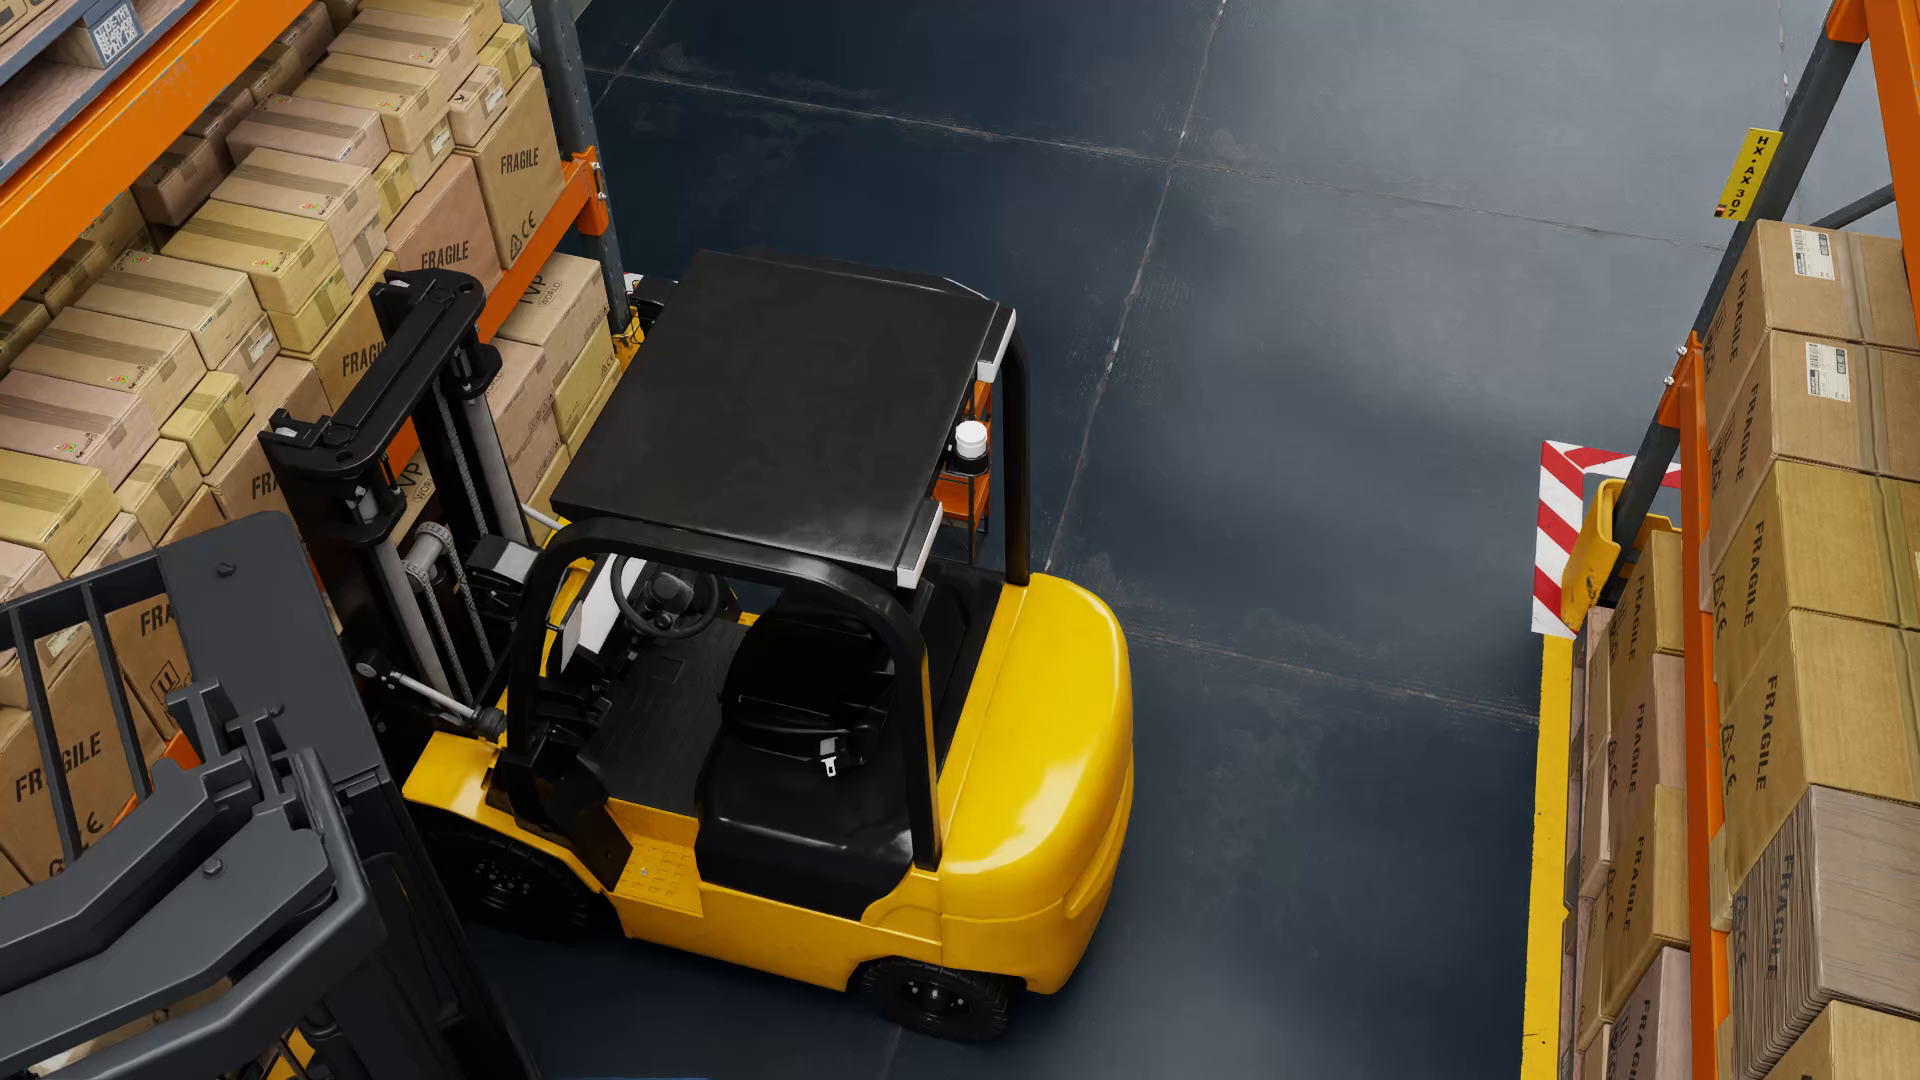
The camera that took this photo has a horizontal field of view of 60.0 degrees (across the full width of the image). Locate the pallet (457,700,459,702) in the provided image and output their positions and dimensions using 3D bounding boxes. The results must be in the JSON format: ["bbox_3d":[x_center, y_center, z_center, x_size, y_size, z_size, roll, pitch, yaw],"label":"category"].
[{"bbox_3d":[-2.345,0.670,5.937,1.003,0.211,1.213,12,50,10],"label":"pallet"}]

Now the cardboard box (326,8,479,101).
[{"bbox_3d":[-1.787,-1.555,5.343,0.380,0.149,0.250,12,50,10],"label":"cardboard box"}]

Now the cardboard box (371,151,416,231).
[{"bbox_3d":[-1.924,-1.093,5.133,0.380,0.149,0.250,11,50,10],"label":"cardboard box"}]

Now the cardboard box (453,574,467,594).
[{"bbox_3d":[-1.946,0.063,5.833,0.500,0.250,0.500,11,49,9],"label":"cardboard box"}]

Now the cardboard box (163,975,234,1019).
[{"bbox_3d":[-2.358,1.151,4.873,0.500,0.250,0.500,11,50,10],"label":"cardboard box"}]

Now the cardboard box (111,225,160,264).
[{"bbox_3d":[-2.608,-0.832,4.903,0.380,0.149,0.250,13,50,11],"label":"cardboard box"}]

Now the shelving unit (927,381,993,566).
[{"bbox_3d":[-0.014,-0.309,6.241,0.215,1.050,0.252,12,50,10],"label":"shelving unit"}]

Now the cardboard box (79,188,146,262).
[{"bbox_3d":[-2.602,-0.921,4.784,0.380,0.149,0.250,11,49,9],"label":"cardboard box"}]

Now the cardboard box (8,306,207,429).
[{"bbox_3d":[-2.233,-0.450,4.368,0.380,0.149,0.250,12,50,10],"label":"cardboard box"}]

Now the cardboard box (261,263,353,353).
[{"bbox_3d":[-1.996,-0.703,4.790,0.380,0.149,0.250,12,50,10],"label":"cardboard box"}]

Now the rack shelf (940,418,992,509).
[{"bbox_3d":[-0.014,-0.302,6.249,0.215,0.259,0.240,12,50,10],"label":"rack shelf"}]

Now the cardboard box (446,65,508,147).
[{"bbox_3d":[-1.721,-1.445,5.444,0.380,0.149,0.250,12,50,11],"label":"cardboard box"}]

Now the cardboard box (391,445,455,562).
[{"bbox_3d":[-1.934,-0.122,5.663,0.500,0.250,0.500,12,50,11],"label":"cardboard box"}]

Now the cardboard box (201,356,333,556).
[{"bbox_3d":[-2.139,-0.210,4.786,0.500,0.500,0.500,12,50,10],"label":"cardboard box"}]

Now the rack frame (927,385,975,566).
[{"bbox_3d":[-0.046,-0.220,6.163,0.200,1.050,0.008,12,50,10],"label":"rack frame"}]

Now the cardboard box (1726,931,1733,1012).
[{"bbox_3d":[2.026,1.052,3.908,0.380,0.149,0.250,11,49,9],"label":"cardboard box"}]

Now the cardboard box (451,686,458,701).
[{"bbox_3d":[-2.076,0.577,5.713,0.500,0.250,0.500,13,50,11],"label":"cardboard box"}]

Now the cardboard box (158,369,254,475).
[{"bbox_3d":[-2.150,-0.342,4.471,0.380,0.149,0.250,11,49,9],"label":"cardboard box"}]

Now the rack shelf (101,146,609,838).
[{"bbox_3d":[-2.388,-0.010,5.156,1.077,0.370,4.000,12,50,10],"label":"rack shelf"}]

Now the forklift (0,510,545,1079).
[{"bbox_3d":[-1.640,1.100,3.743,1.130,2.935,3.031,-23,52,-19],"label":"forklift"}]

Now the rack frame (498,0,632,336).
[{"bbox_3d":[-1.861,-1.694,6.164,1.000,3.000,0.127,12,50,10],"label":"rack frame"}]

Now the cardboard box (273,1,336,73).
[{"bbox_3d":[-2.286,-1.660,5.435,0.380,0.149,0.250,13,50,11],"label":"cardboard box"}]

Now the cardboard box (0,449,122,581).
[{"bbox_3d":[-2.295,-0.071,4.033,0.380,0.149,0.250,11,49,9],"label":"cardboard box"}]

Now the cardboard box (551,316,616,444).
[{"bbox_3d":[-1.688,-0.675,6.484,0.500,0.250,0.500,11,49,10],"label":"cardboard box"}]

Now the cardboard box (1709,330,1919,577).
[{"bbox_3d":[2.403,-0.186,4.567,0.500,0.500,0.500,13,50,11],"label":"cardboard box"}]

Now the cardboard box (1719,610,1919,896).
[{"bbox_3d":[2.144,0.552,3.916,0.500,0.500,0.500,11,49,9],"label":"cardboard box"}]

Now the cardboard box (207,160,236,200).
[{"bbox_3d":[-2.407,-1.193,5.222,0.380,0.149,0.250,10,49,9],"label":"cardboard box"}]

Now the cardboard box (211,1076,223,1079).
[{"bbox_3d":[-2.467,1.685,4.735,0.500,0.250,0.500,12,50,10],"label":"cardboard box"}]

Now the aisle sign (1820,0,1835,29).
[{"bbox_3d":[2.646,-1.684,4.420,0.394,0.787,0.004,12,50,10],"label":"aisle sign"}]

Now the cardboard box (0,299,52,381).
[{"bbox_3d":[-2.657,-0.535,4.442,0.380,0.149,0.250,13,50,11],"label":"cardboard box"}]

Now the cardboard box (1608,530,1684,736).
[{"bbox_3d":[2.443,0.352,5.412,0.500,0.500,0.500,10,49,9],"label":"cardboard box"}]

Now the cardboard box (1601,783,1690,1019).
[{"bbox_3d":[2.170,1.092,4.758,0.500,0.500,0.500,12,50,11],"label":"cardboard box"}]

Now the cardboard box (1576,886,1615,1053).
[{"bbox_3d":[2.176,1.347,5.033,0.500,0.250,0.500,15,50,13],"label":"cardboard box"}]

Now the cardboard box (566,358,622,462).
[{"bbox_3d":[-1.680,-0.521,6.682,0.500,0.250,0.500,12,50,10],"label":"cardboard box"}]

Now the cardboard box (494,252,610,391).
[{"bbox_3d":[-1.682,-0.860,6.314,0.500,0.250,0.500,13,50,11],"label":"cardboard box"}]

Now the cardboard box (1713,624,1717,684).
[{"bbox_3d":[2.291,0.300,4.571,0.380,0.149,0.250,13,50,11],"label":"cardboard box"}]

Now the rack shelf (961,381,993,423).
[{"bbox_3d":[-0.014,-0.489,6.036,0.215,0.259,0.240,12,50,10],"label":"rack shelf"}]

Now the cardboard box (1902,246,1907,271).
[{"bbox_3d":[3.004,-0.767,4.413,0.700,0.500,0.500,10,49,9],"label":"cardboard box"}]

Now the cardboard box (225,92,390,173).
[{"bbox_3d":[-1.967,-1.195,5.025,0.380,0.149,0.250,12,50,10],"label":"cardboard box"}]

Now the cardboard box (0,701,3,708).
[{"bbox_3d":[-2.468,0.391,3.824,0.380,0.149,0.250,11,50,10],"label":"cardboard box"}]

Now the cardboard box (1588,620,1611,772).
[{"bbox_3d":[2.449,0.582,5.708,0.500,0.250,0.500,11,50,10],"label":"cardboard box"}]

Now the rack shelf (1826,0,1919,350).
[{"bbox_3d":[2.402,-0.025,3.170,1.077,0.370,4.000,12,50,10],"label":"rack shelf"}]

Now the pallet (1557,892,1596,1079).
[{"bbox_3d":[2.337,1.721,5.010,1.003,0.211,1.213,12,50,10],"label":"pallet"}]

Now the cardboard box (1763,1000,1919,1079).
[{"bbox_3d":[1.881,1.300,3.256,0.500,0.500,0.500,13,50,11],"label":"cardboard box"}]

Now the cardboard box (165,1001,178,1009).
[{"bbox_3d":[-2.340,0.983,4.687,0.500,0.250,0.500,12,50,10],"label":"cardboard box"}]

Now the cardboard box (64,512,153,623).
[{"bbox_3d":[-2.261,0.038,4.135,0.380,0.149,0.250,11,50,10],"label":"cardboard box"}]

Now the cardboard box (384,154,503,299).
[{"bbox_3d":[-1.883,-0.946,5.437,0.500,0.500,0.500,13,50,11],"label":"cardboard box"}]

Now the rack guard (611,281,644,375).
[{"bbox_3d":[-1.855,-0.884,7.116,1.175,0.500,0.348,12,50,10],"label":"rack guard"}]

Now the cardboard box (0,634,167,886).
[{"bbox_3d":[-2.424,0.516,4.146,0.500,0.500,0.500,12,50,11],"label":"cardboard box"}]

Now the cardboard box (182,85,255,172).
[{"bbox_3d":[-2.393,-1.287,5.107,0.380,0.149,0.250,12,50,10],"label":"cardboard box"}]

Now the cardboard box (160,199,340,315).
[{"bbox_3d":[-1.992,-0.797,4.674,0.380,0.149,0.250,12,50,11],"label":"cardboard box"}]
